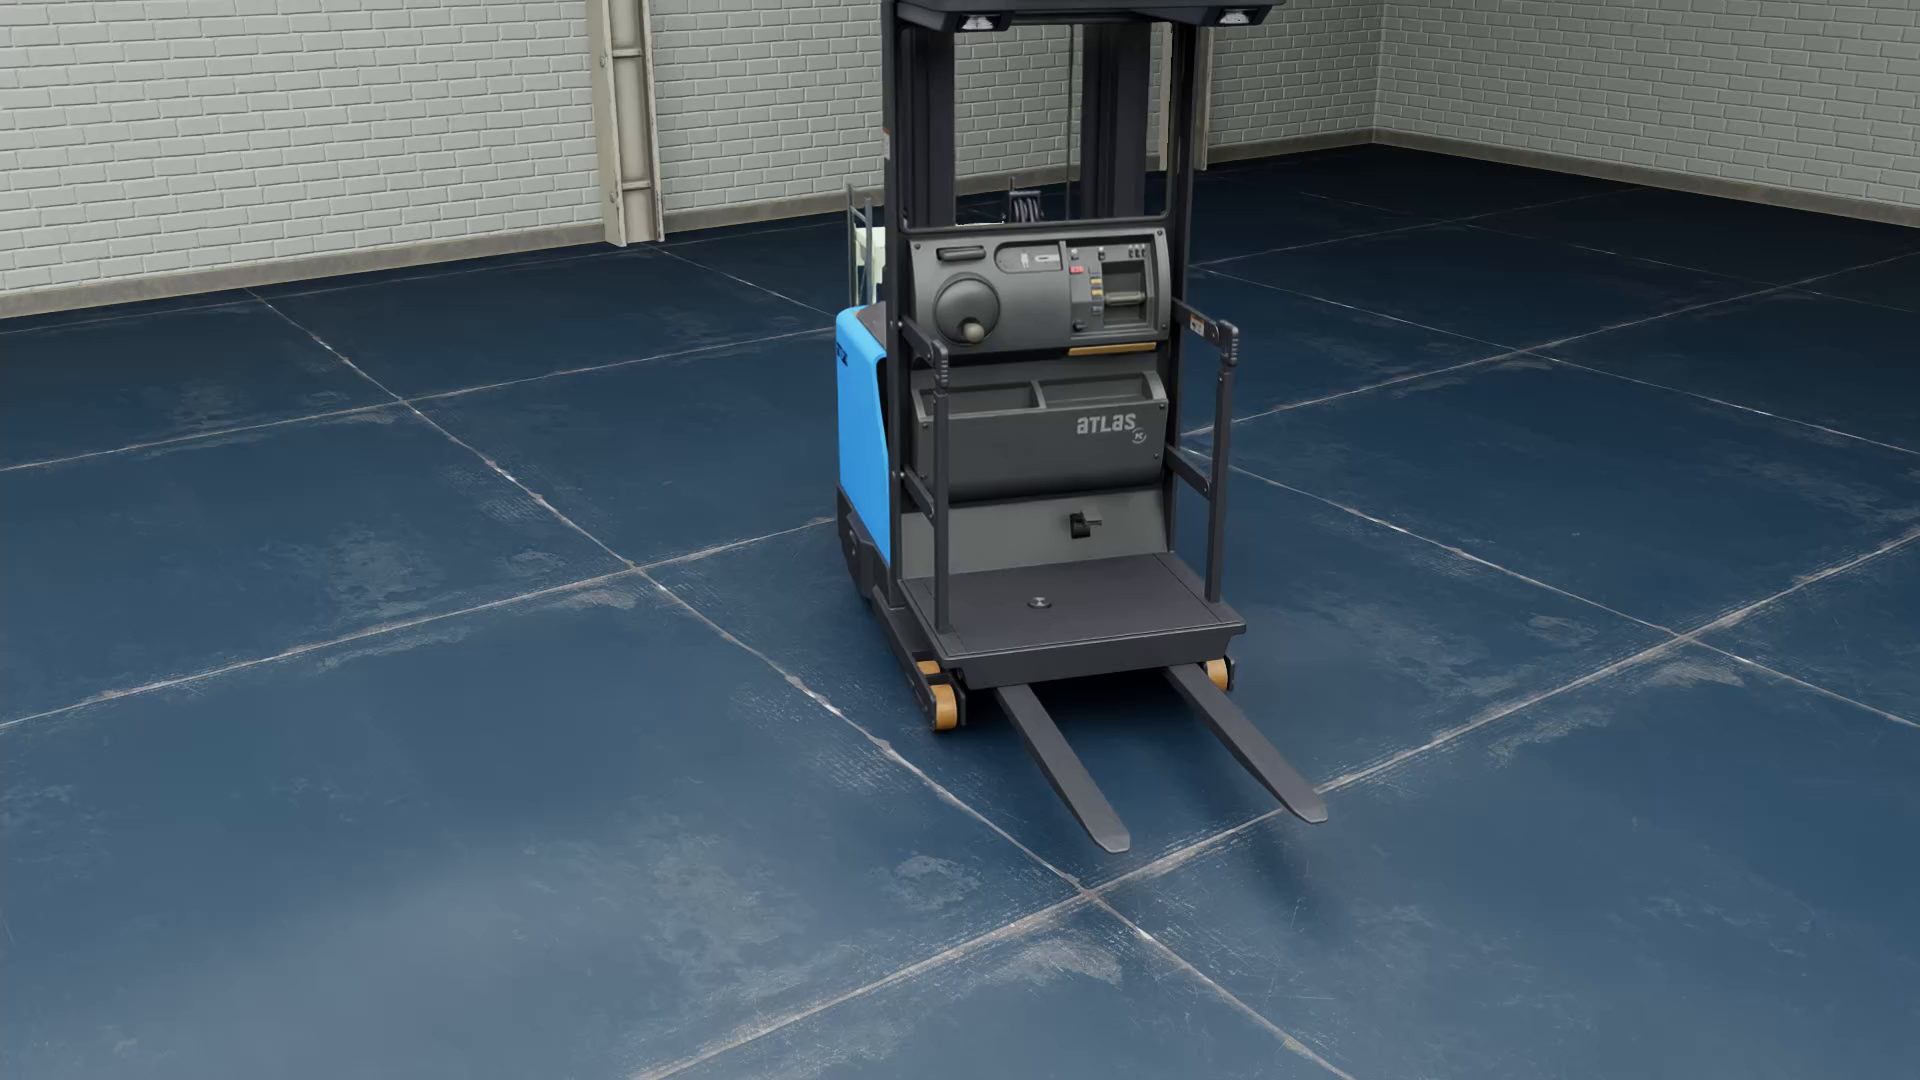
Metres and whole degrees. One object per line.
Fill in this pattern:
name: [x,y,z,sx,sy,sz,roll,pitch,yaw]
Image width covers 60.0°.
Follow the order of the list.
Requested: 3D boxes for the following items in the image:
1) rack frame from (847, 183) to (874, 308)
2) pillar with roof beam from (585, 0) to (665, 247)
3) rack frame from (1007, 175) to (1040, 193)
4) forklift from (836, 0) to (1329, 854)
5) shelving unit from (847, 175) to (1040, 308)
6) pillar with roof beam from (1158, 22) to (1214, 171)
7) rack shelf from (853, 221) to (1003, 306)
rack frame: [-0.430,-0.789,7.351,0.023,1.500,0.400,-6,23,-15]
pillar with roof beam: [-0.122,-5.311,8.565,0.400,9.000,9.100,-15,26,-33]
rack frame: [0.275,-0.863,7.535,0.023,1.500,0.400,-6,23,-15]
forklift: [0.345,-0.859,5.596,1.130,2.935,3.031,-6,22,-14]
shelving unit: [-0.078,-0.826,7.443,0.755,1.500,0.431,-6,23,-15]
pillar with roof beam: [4.748,-6.610,11.819,0.400,9.000,9.100,-15,26,-33]
rack shelf: [-0.078,-1.188,7.298,0.720,0.370,0.431,-6,23,-15]
